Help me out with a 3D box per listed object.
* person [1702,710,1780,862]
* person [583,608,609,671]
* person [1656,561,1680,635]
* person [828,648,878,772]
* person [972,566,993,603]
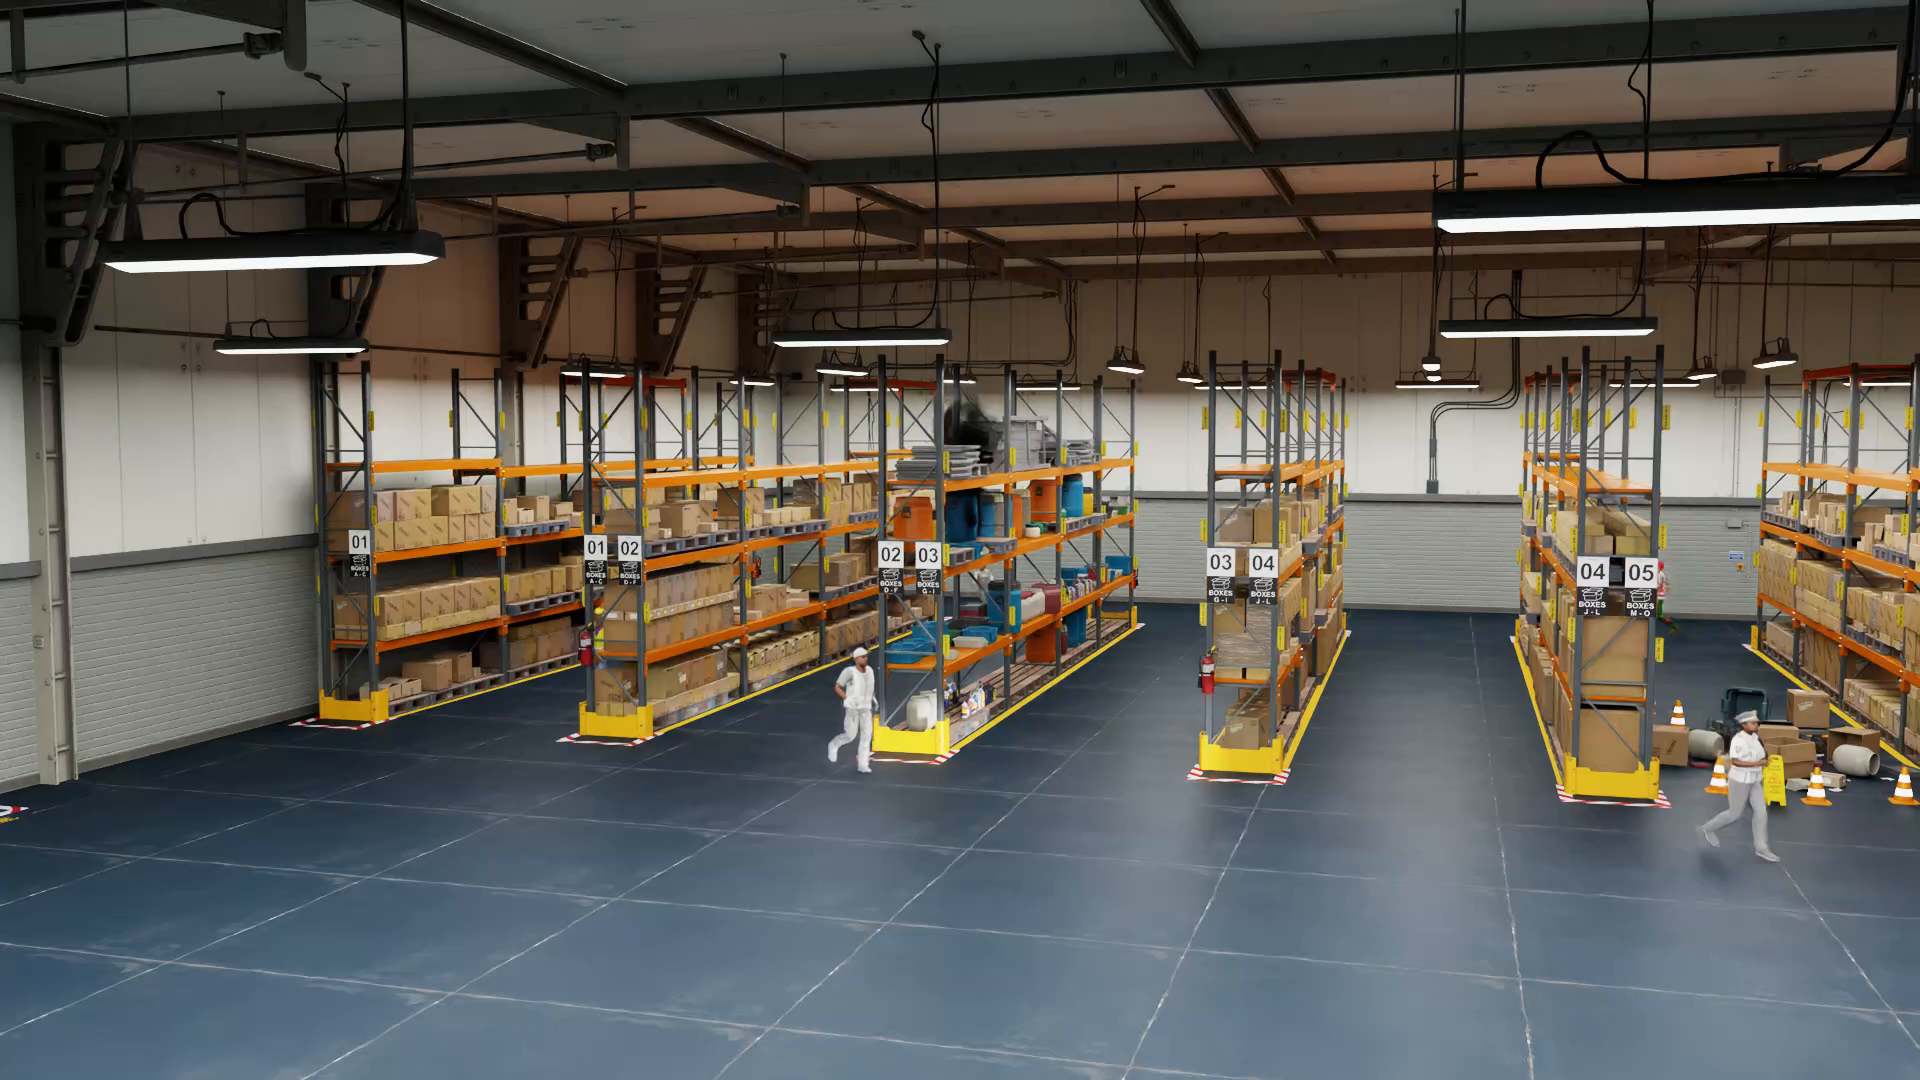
[{"bbox_3d":[8.988,2.771,19.076,0.609,1.687,0.906,-3,5,-34],"label":"person"},{"bbox_3d":[-6.327,2.059,29.232,0.693,1.745,0.771,1,4,8],"label":"person"},{"bbox_3d":[16.051,1.381,38.186,0.922,1.795,0.638,2,5,28],"label":"person"},{"bbox_3d":[-1.460,2.427,23.942,0.750,1.755,0.901,-4,6,-44],"label":"person"},{"bbox_3d":[0.597,1.273,41.168,0.600,1.572,0.650,0,4,-4],"label":"person"}]
